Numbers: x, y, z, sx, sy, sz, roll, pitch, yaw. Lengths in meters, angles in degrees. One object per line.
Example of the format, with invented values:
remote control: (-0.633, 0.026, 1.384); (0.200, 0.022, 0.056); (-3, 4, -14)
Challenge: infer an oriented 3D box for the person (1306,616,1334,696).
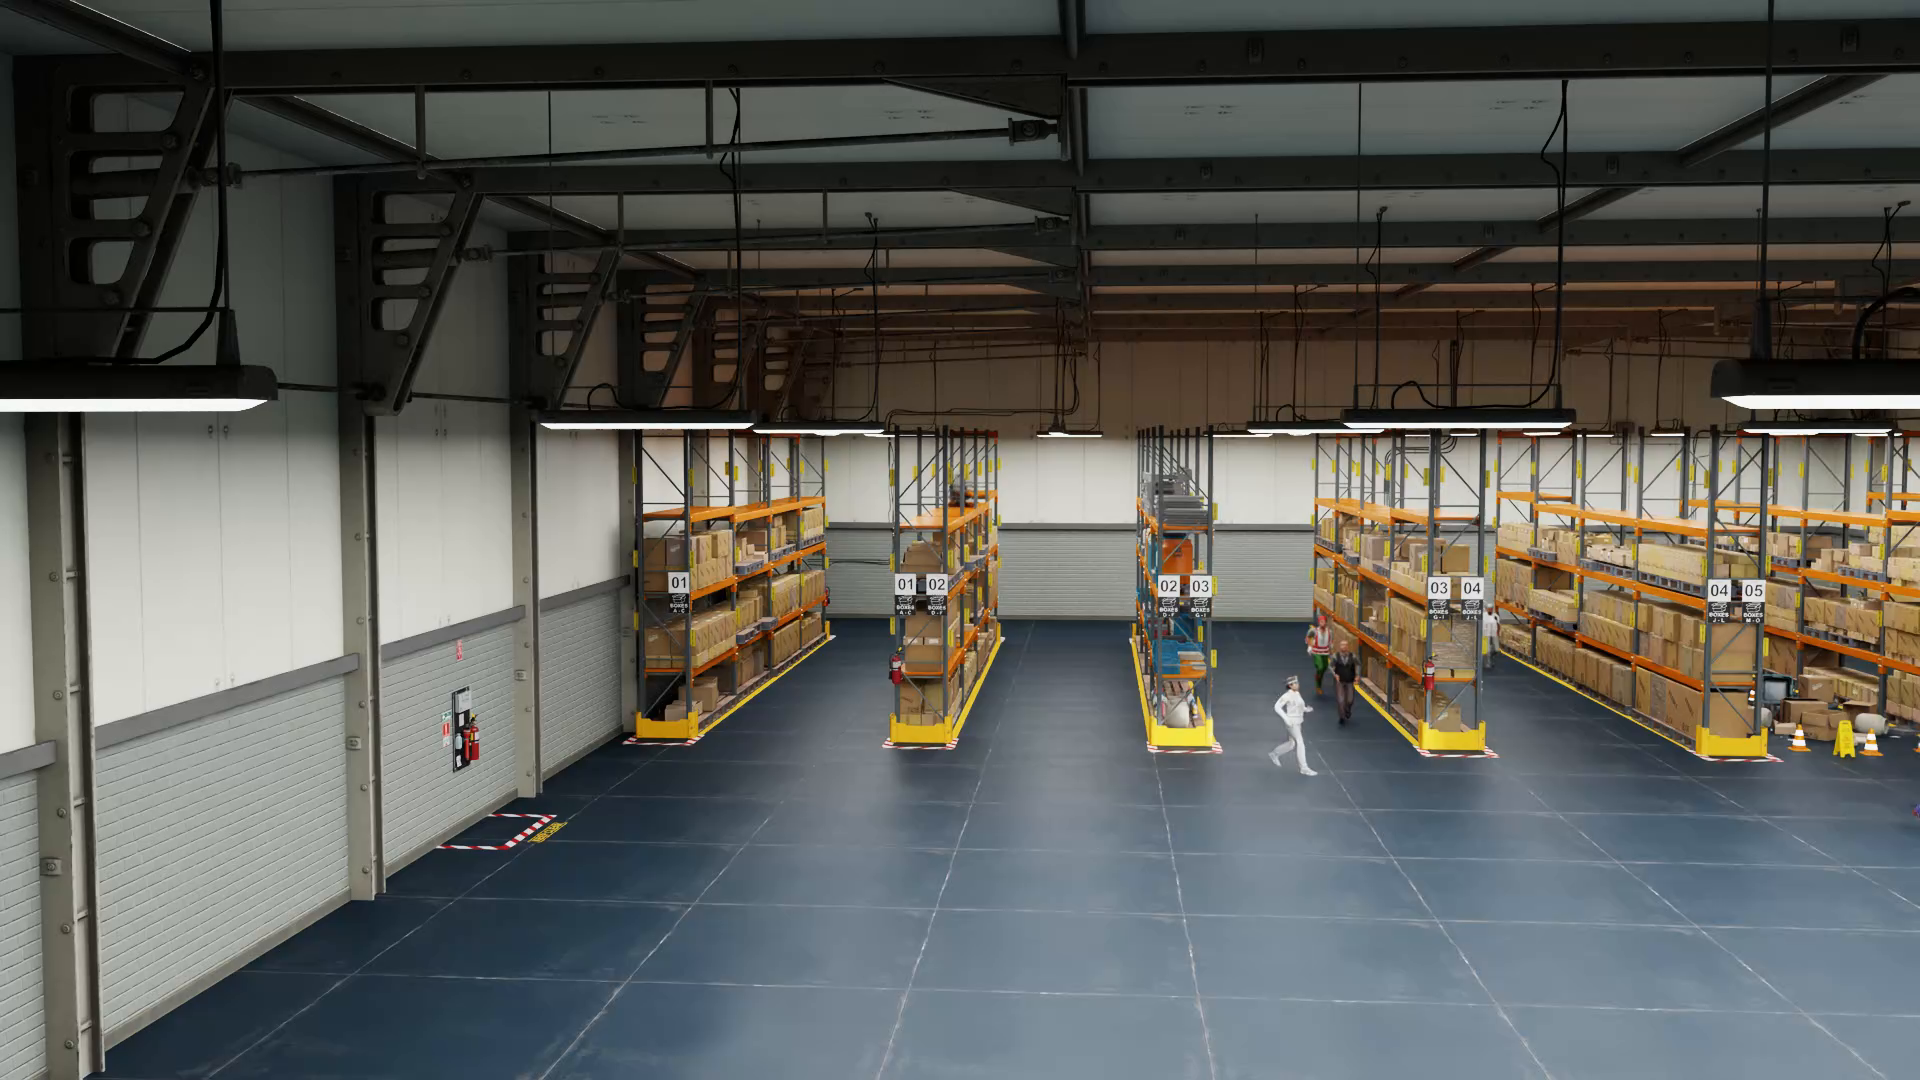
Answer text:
person: (8.142, 2.594, 37.455); (0.565, 1.809, 0.838); (-1, 3, -10)

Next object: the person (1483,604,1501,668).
person: (13.304, 2.405, 41.761); (0.603, 1.618, 0.551); (0, 3, 3)

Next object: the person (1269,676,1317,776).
person: (5.692, 3.148, 28.476); (0.934, 1.675, 0.598); (2, 4, 35)

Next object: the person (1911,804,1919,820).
person: (14.352, 3.437, 24.232); (0.826, 1.634, 0.601); (3, 5, 41)

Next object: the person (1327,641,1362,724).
person: (7.772, 2.869, 33.583); (0.692, 1.678, 0.599); (0, 3, 6)
